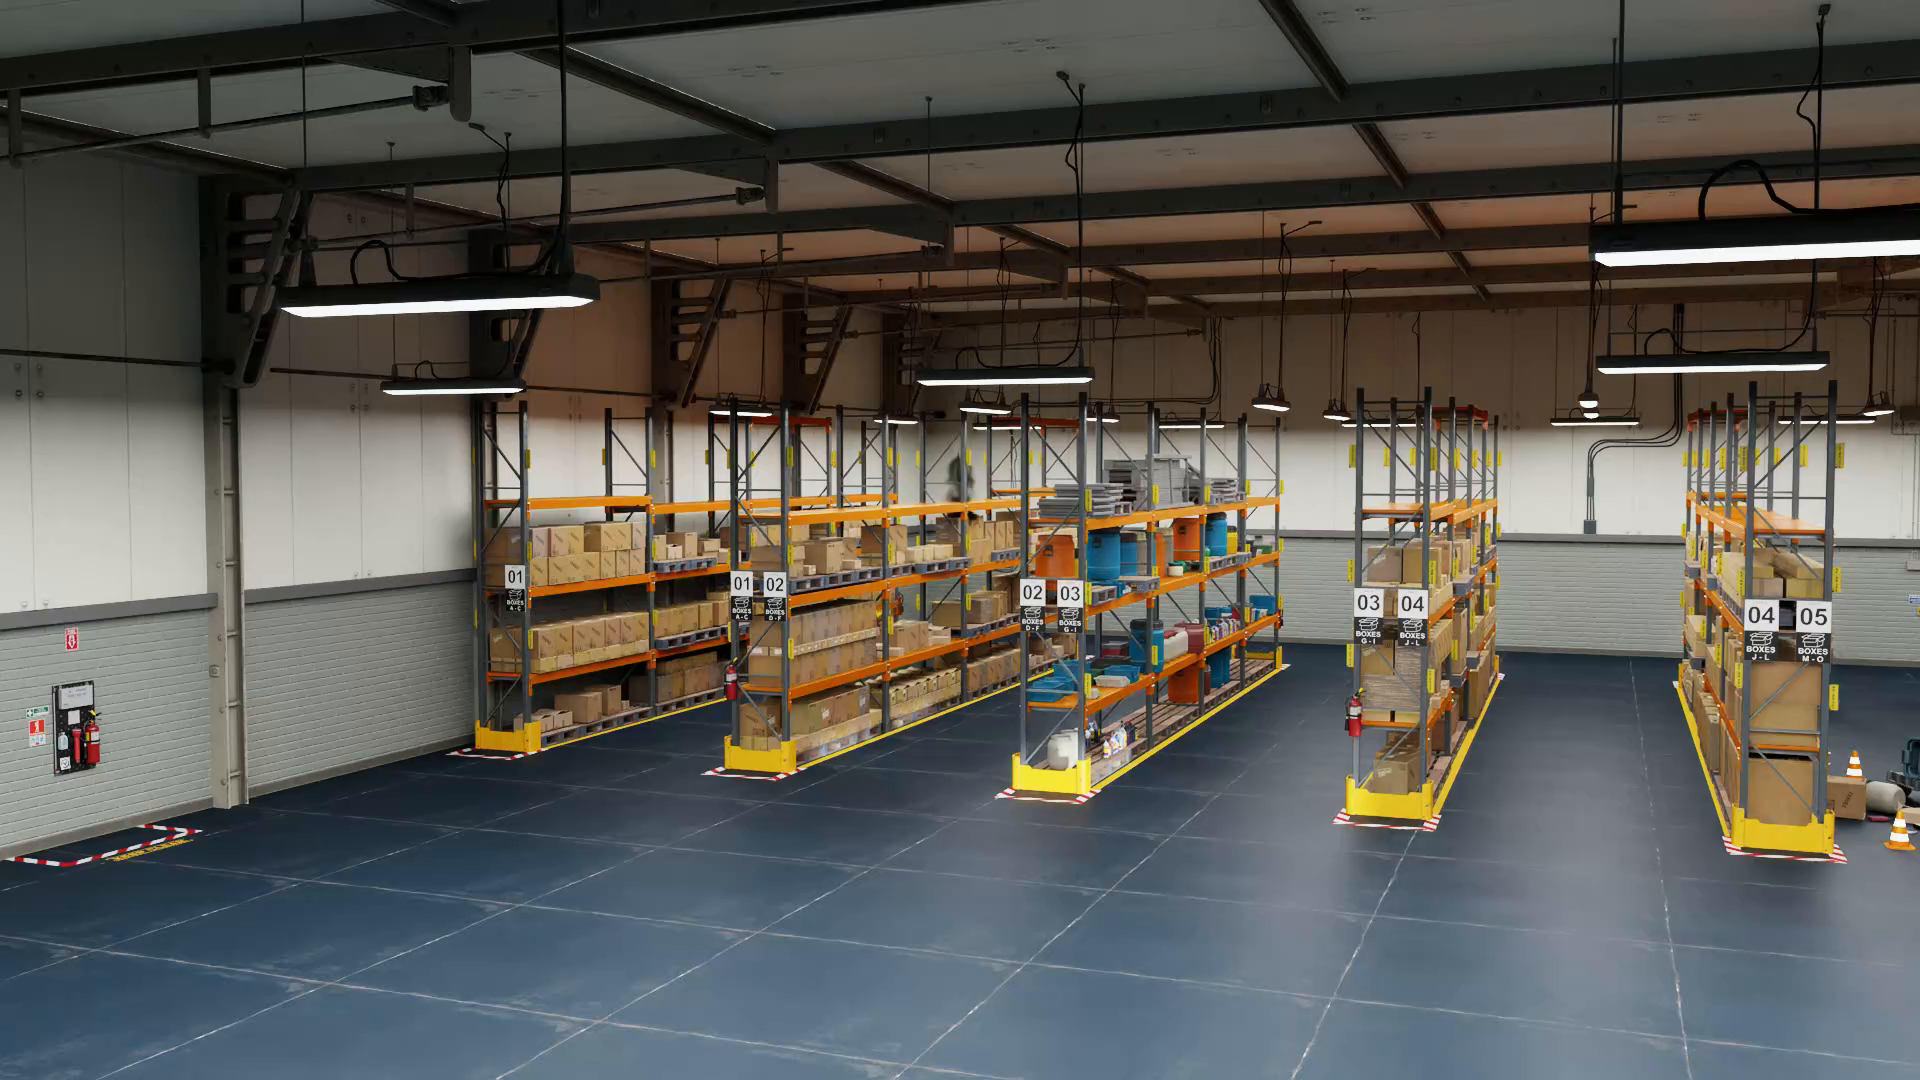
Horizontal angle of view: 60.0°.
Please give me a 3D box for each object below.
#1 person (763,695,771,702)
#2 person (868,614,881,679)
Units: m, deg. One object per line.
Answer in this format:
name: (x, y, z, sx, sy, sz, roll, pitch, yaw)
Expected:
person: (-3.666, 2.558, 32.740, 0.687, 1.762, 1.010, 1, 3, 18)
person: (-1.788, 2.424, 35.254, 0.714, 1.733, 0.791, 1, 3, 17)
